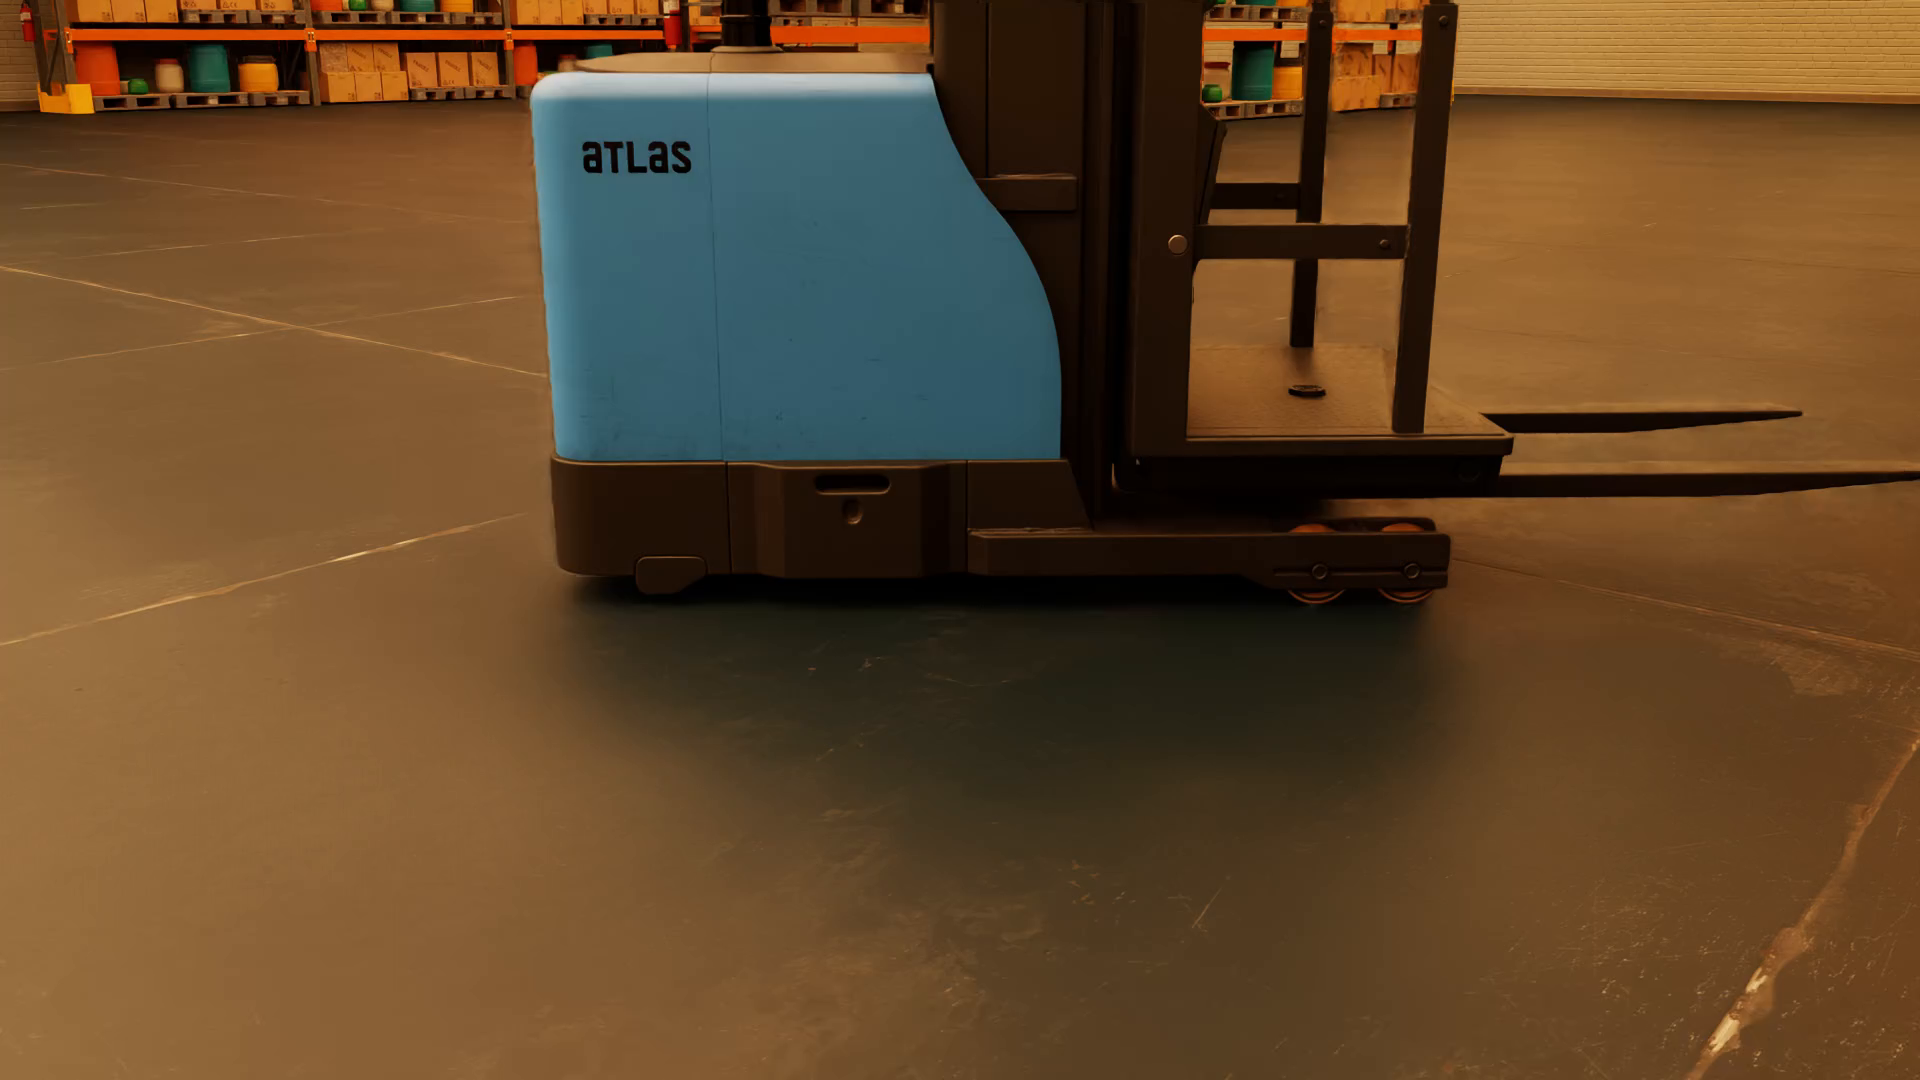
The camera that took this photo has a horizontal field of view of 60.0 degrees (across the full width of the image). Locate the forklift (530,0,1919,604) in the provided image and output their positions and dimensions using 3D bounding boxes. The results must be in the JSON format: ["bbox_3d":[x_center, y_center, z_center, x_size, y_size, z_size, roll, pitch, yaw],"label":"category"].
[{"bbox_3d":[0.646,-1.422,3.580,3.031,2.935,1.130,0,17,-1],"label":"forklift"}]
